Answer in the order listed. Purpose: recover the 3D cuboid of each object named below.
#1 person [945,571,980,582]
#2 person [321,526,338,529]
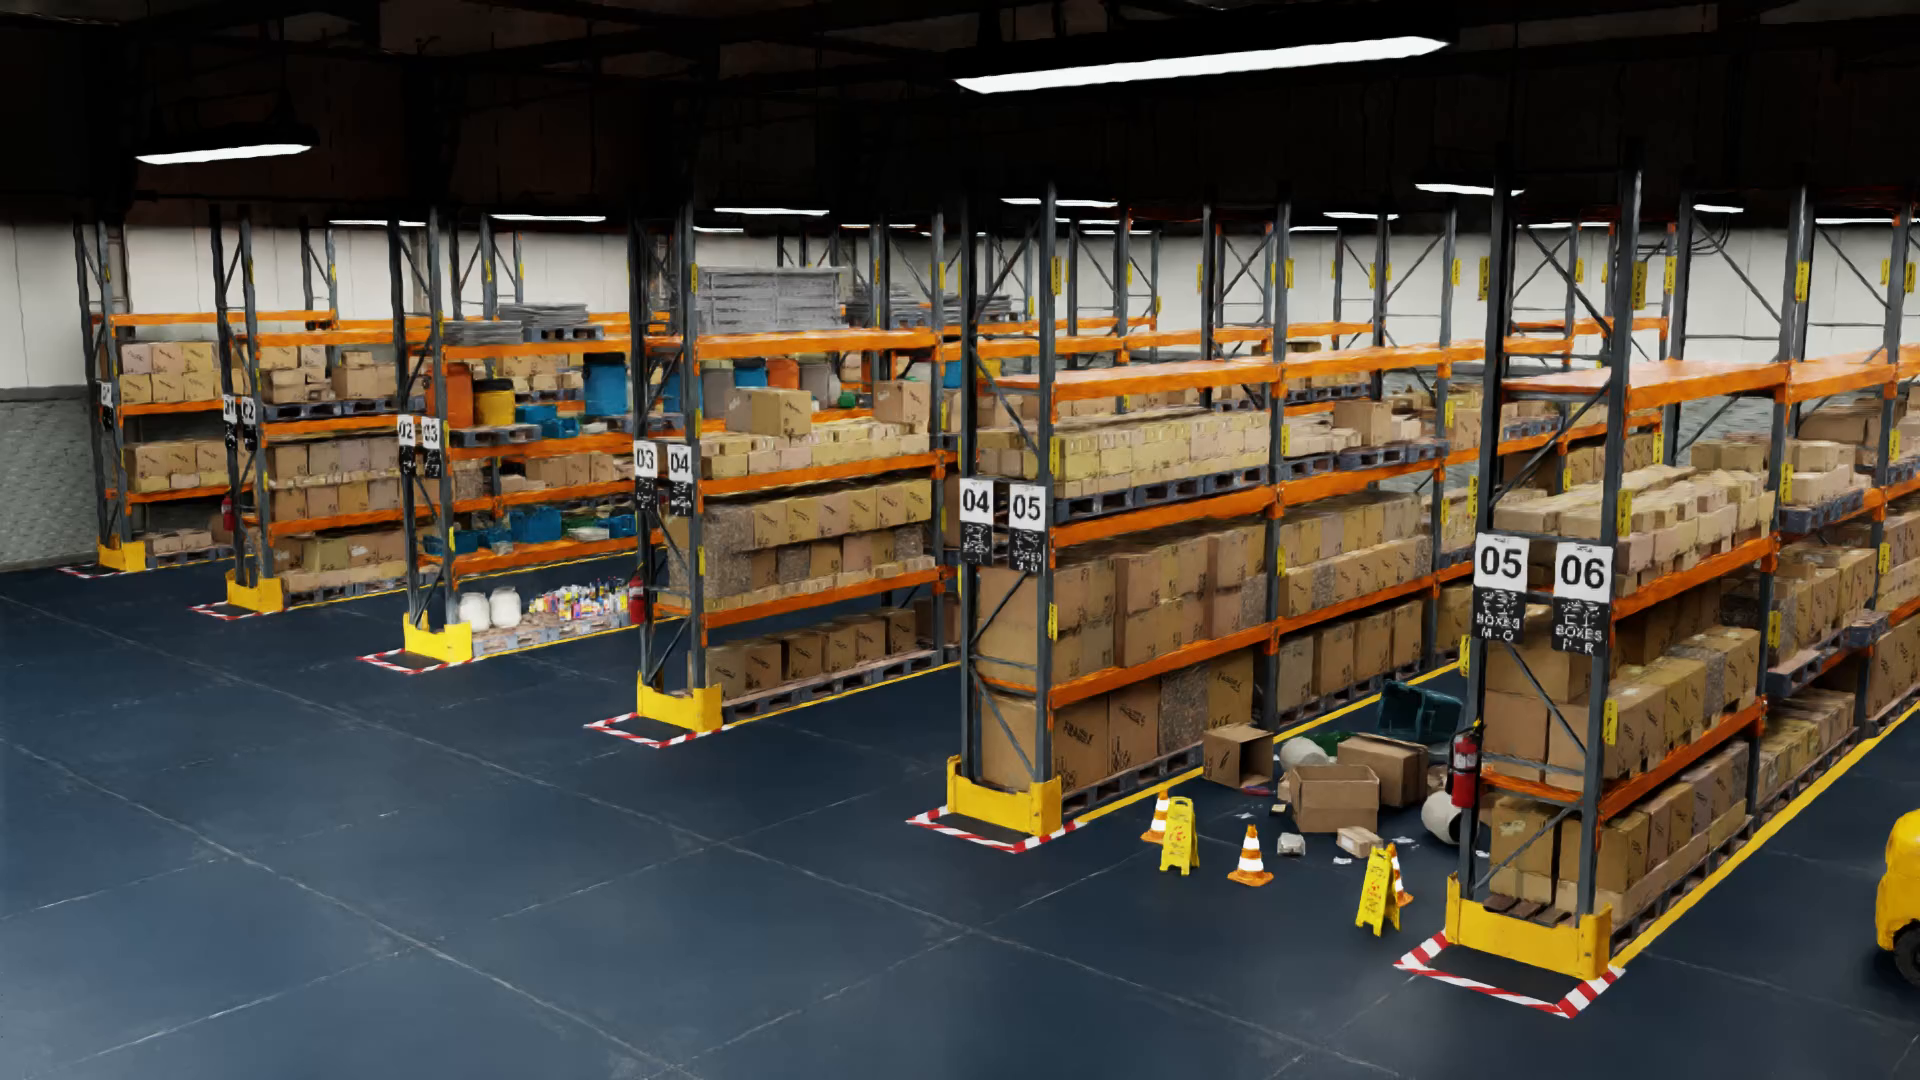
[{"bbox_3d":[0.086,-0.166,25.705,0.456,1.595,1.020,8,12,39],"label":"person"},{"bbox_3d":[-11.215,-0.527,29.547,0.639,1.632,0.512,8,12,39],"label":"person"}]
